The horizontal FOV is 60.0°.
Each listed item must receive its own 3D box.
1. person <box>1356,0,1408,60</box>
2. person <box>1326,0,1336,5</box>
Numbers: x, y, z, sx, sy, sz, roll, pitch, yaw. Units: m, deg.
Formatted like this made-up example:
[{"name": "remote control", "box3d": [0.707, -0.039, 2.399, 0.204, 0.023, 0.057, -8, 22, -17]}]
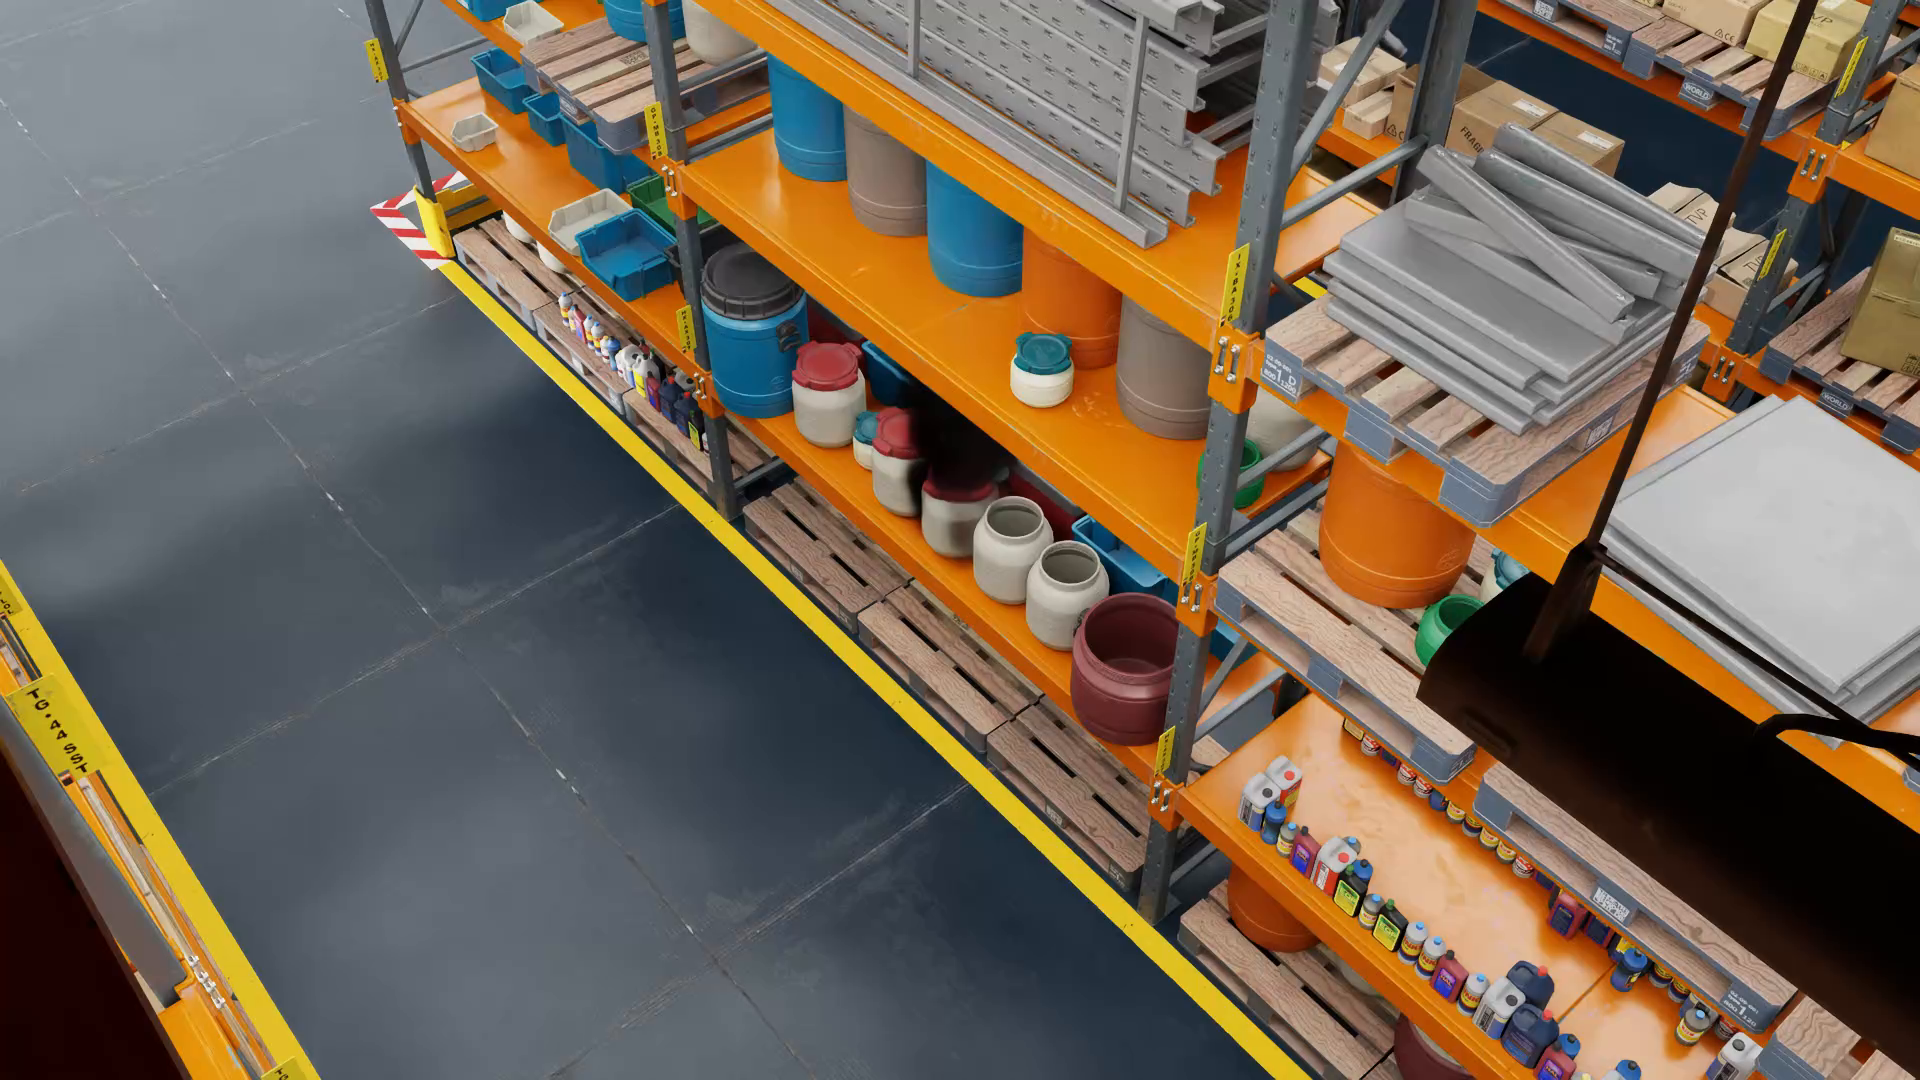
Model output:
[{"name": "person", "box3d": [3.768, -4.852, 14.447, 0.592, 1.651, 0.576, 34, 55, 28]}, {"name": "person", "box3d": [3.096, -4.443, 14.057, 0.727, 1.723, 0.625, 32, 54, 27]}]
